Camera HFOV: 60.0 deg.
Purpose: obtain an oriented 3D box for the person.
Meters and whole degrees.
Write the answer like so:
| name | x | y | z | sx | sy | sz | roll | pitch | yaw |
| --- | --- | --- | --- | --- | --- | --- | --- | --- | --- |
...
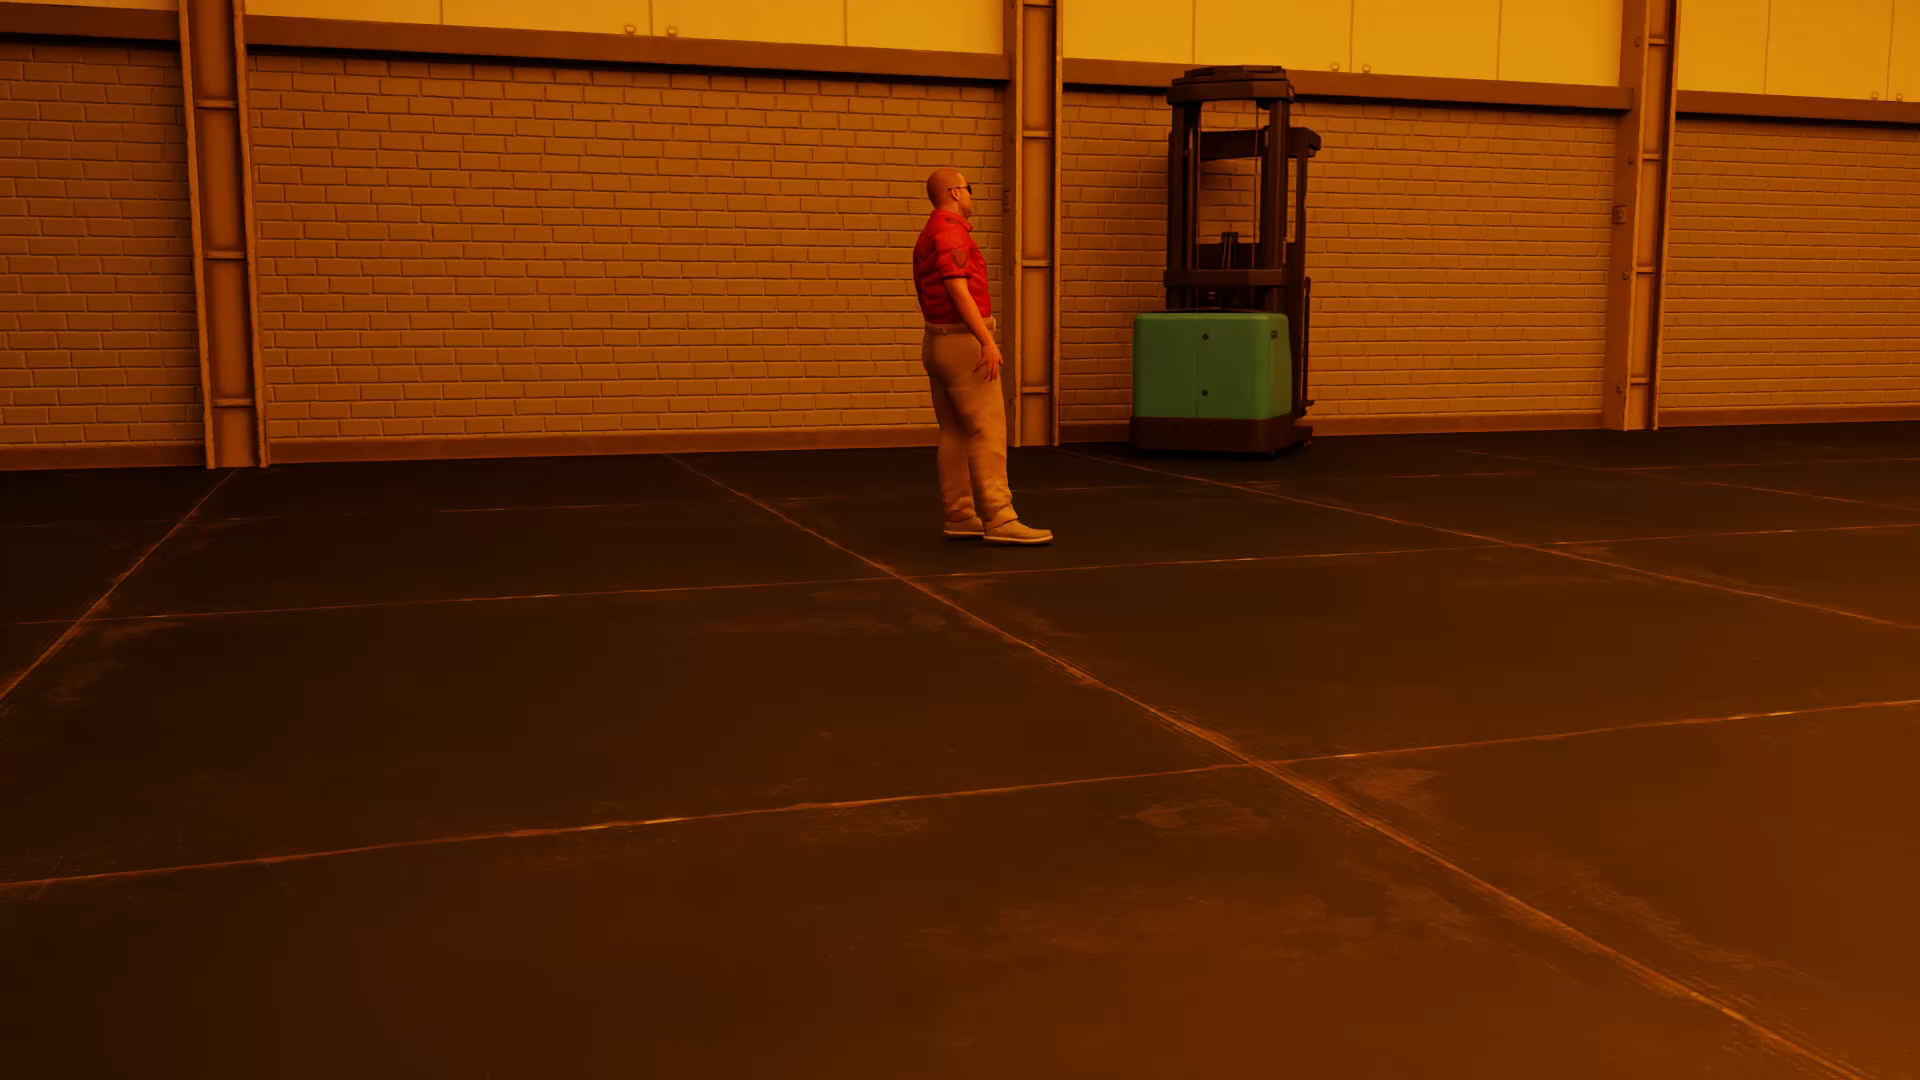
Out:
| name | x | y | z | sx | sy | sz | roll | pitch | yaw |
| --- | --- | --- | --- | --- | --- | --- | --- | --- | --- |
| person | 0.089 | -0.866 | 7.823 | 0.551 | 1.727 | 0.640 | -3 | 8 | -18 |

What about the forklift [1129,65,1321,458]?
| name | x | y | z | sx | sy | sz | roll | pitch | yaw |
| --- | --- | --- | --- | --- | --- | --- | --- | --- | --- |
| forklift | 2.268 | -2.225 | 13.409 | 1.130 | 2.935 | 3.031 | 3 | 8 | 21 |
